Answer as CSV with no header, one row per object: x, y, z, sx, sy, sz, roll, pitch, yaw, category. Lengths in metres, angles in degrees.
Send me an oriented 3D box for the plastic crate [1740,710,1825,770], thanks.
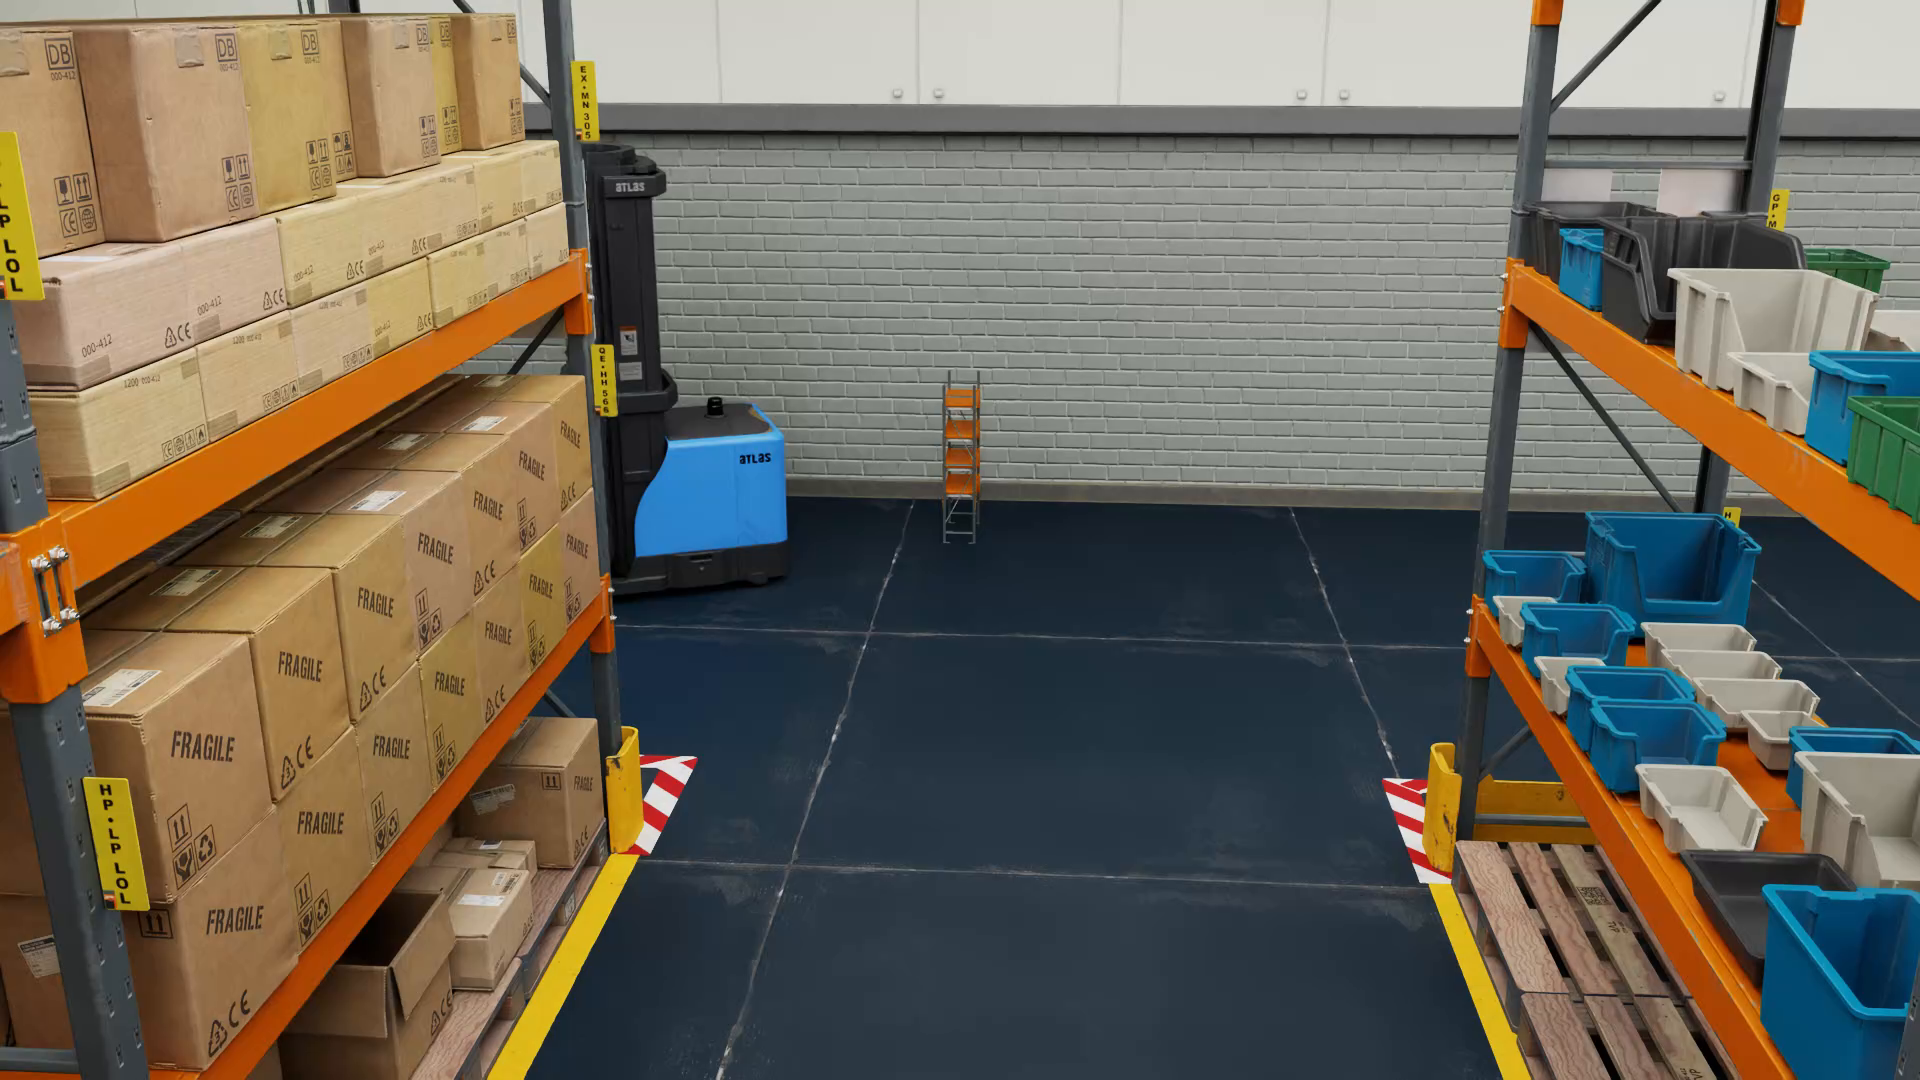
2.894,0.707,5.775,0.298,0.136,0.250,1,18,4,plastic crate

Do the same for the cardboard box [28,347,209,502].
-2.140,-0.285,3.899,0.500,0.250,0.500,1,18,4,cardboard box

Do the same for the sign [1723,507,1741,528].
3.355,0.014,7.302,0.100,0.325,0.005,1,18,4,sign

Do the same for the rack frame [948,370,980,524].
0.029,-0.697,12.624,0.240,1.200,0.015,1,18,4,rack frame

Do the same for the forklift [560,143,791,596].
-2.749,-1.092,11.049,3.031,2.935,1.130,-6,19,-17,forklift

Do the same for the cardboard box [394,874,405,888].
-2.529,1.543,6.606,0.500,0.250,0.500,1,18,4,cardboard box

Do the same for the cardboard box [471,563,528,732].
-1.971,0.386,6.267,0.500,0.500,0.500,1,18,4,cardboard box

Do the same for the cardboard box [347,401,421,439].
-2.460,-0.256,6.621,0.500,0.500,0.500,1,18,4,cardboard box

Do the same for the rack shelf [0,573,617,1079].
-2.279,0.935,5.907,1.077,0.370,4.000,1,18,4,rack shelf

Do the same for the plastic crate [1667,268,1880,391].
2.338,-0.604,4.821,0.437,0.282,0.530,1,18,4,plastic crate

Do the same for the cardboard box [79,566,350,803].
-2.071,0.392,4.644,0.500,0.500,0.500,1,18,2,cardboard box

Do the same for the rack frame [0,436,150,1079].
-2.422,1.215,3.899,1.000,3.000,0.127,1,18,4,rack frame

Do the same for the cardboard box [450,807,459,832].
-2.508,1.240,7.692,0.380,0.149,0.250,1,18,4,cardboard box

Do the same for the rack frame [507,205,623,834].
-2.135,-0.028,7.690,1.000,3.000,0.127,1,18,4,rack frame

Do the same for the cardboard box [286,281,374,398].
-2.063,-0.596,4.847,0.500,0.250,0.500,1,18,4,cardboard box

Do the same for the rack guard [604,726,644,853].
-2.141,1.184,8.008,1.175,0.500,0.348,1,18,4,rack guard

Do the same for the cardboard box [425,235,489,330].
-1.979,-0.906,5.794,0.500,0.250,0.500,1,18,4,cardboard box

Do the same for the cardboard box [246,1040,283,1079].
-2.611,1.867,5.519,0.500,0.311,0.500,1,18,4,cardboard box

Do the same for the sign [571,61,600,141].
-1.583,-1.855,7.029,0.100,0.325,0.005,1,18,4,sign

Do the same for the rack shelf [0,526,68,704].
-2.566,0.752,1.648,1.077,0.370,4.000,1,18,4,rack shelf

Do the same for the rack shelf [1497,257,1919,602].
2.662,-0.378,5.099,1.077,0.370,4.000,1,18,4,rack shelf

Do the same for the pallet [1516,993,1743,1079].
2.617,2.042,5.851,1.003,0.211,1.213,1,18,4,pallet

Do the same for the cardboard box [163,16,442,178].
-2.205,-1.505,5.615,0.700,0.500,0.500,1,18,4,cardboard box

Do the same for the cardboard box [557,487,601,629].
-1.896,0.070,7.232,0.500,0.500,0.500,2,18,6,cardboard box

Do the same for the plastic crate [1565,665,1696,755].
2.364,0.613,5.907,0.416,0.233,0.300,1,18,4,plastic crate

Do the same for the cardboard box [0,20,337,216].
-2.218,-1.193,4.663,0.700,0.500,0.500,1,18,4,cardboard box

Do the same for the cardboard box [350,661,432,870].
-2.042,0.700,5.308,0.500,0.500,0.500,1,18,4,cardboard box

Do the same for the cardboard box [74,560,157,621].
-2.610,0.370,4.711,0.500,0.500,0.500,1,18,3,cardboard box

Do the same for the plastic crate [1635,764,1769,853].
2.343,0.876,5.261,0.293,0.136,0.466,1,18,4,plastic crate

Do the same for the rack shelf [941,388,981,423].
0.012,-0.995,12.271,0.258,0.148,0.480,1,18,4,rack shelf

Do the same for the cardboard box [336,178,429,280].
-2.022,-0.988,5.243,0.500,0.250,0.500,1,18,4,cardboard box

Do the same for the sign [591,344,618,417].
-1.583,-0.710,7.404,0.100,0.325,0.005,1,18,4,sign

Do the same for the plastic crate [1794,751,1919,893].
2.811,0.884,5.002,0.437,0.282,0.530,1,18,4,plastic crate

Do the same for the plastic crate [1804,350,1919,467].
2.265,-0.309,4.002,0.416,0.233,0.300,1,18,4,plastic crate

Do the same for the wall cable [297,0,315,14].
-6.315,-3.261,12.910,3.097,2.526,0.112,1,18,4,wall cable

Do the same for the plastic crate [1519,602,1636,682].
2.412,0.409,6.531,0.416,0.233,0.300,1,18,4,plastic crate

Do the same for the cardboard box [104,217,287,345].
-2.106,-0.678,4.296,0.500,0.250,0.500,1,18,4,cardboard box

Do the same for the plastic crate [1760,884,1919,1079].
2.211,1.153,4.017,0.392,0.384,0.575,1,18,4,plastic crate

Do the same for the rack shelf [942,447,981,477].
0.012,-0.558,12.414,0.258,0.148,0.480,1,18,4,rack shelf

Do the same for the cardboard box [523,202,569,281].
-1.909,-1.216,6.742,0.500,0.250,0.500,1,18,4,cardboard box

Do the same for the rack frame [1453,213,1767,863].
2.805,0.084,7.349,1.000,3.000,0.127,1,18,4,rack frame

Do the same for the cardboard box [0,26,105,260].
-2.425,-0.885,3.724,0.700,0.500,0.500,1,18,4,cardboard box

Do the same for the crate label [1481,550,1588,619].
2.459,0.204,7.155,0.416,0.233,0.303,1,18,4,crate label

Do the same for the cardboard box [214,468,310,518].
-2.536,0.057,5.665,0.500,0.500,0.500,1,18,3,cardboard box

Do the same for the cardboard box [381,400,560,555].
-1.928,-0.249,6.600,0.500,0.500,0.500,2,18,5,cardboard box

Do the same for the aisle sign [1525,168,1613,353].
2.514,-1.180,7.033,0.394,0.787,0.004,1,18,4,aisle sign

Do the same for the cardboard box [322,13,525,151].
-2.156,-1.816,6.564,0.700,0.500,0.500,1,18,4,cardboard box

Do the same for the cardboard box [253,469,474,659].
-1.998,0.072,5.621,0.500,0.500,0.500,2,18,6,cardboard box

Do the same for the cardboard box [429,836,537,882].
-2.048,1.408,7.153,0.380,0.166,0.250,1,18,4,cardboard box

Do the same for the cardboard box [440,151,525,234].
-1.953,-1.299,6.191,0.500,0.250,0.500,1,18,4,cardboard box

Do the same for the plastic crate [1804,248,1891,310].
3.019,-0.928,5.961,0.450,0.188,0.336,1,18,4,plastic crate

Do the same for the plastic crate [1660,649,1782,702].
2.892,0.528,6.322,0.396,0.136,0.243,1,18,4,plastic crate

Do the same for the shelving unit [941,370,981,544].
0.012,-0.622,12.393,0.258,1.200,0.503,1,18,4,shelving unit

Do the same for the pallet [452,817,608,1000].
-2.197,1.569,7.297,1.003,0.211,1.213,1,18,4,pallet

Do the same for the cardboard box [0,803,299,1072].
-2.114,1.015,4.348,0.500,0.500,0.500,2,18,5,cardboard box

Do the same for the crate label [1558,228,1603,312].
2.416,-0.991,6.053,0.408,0.251,0.502,1,18,4,crate label
